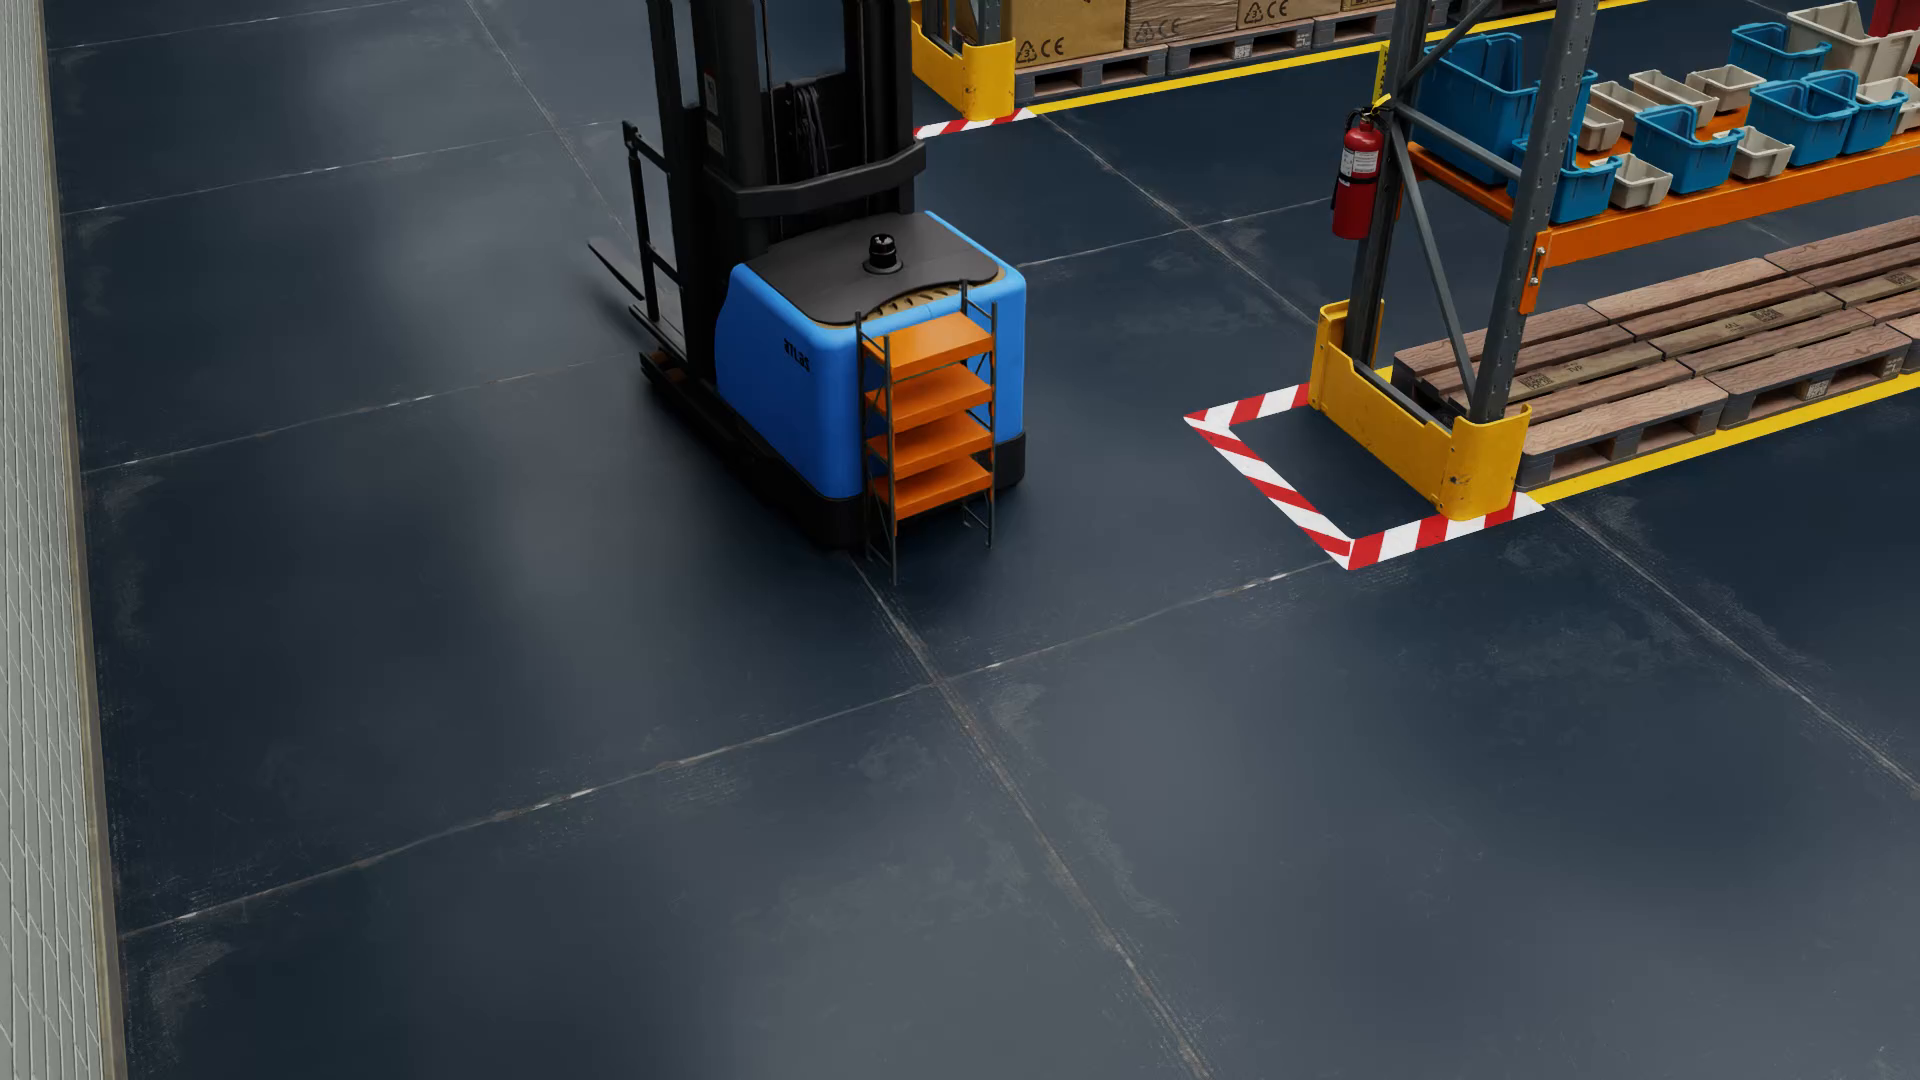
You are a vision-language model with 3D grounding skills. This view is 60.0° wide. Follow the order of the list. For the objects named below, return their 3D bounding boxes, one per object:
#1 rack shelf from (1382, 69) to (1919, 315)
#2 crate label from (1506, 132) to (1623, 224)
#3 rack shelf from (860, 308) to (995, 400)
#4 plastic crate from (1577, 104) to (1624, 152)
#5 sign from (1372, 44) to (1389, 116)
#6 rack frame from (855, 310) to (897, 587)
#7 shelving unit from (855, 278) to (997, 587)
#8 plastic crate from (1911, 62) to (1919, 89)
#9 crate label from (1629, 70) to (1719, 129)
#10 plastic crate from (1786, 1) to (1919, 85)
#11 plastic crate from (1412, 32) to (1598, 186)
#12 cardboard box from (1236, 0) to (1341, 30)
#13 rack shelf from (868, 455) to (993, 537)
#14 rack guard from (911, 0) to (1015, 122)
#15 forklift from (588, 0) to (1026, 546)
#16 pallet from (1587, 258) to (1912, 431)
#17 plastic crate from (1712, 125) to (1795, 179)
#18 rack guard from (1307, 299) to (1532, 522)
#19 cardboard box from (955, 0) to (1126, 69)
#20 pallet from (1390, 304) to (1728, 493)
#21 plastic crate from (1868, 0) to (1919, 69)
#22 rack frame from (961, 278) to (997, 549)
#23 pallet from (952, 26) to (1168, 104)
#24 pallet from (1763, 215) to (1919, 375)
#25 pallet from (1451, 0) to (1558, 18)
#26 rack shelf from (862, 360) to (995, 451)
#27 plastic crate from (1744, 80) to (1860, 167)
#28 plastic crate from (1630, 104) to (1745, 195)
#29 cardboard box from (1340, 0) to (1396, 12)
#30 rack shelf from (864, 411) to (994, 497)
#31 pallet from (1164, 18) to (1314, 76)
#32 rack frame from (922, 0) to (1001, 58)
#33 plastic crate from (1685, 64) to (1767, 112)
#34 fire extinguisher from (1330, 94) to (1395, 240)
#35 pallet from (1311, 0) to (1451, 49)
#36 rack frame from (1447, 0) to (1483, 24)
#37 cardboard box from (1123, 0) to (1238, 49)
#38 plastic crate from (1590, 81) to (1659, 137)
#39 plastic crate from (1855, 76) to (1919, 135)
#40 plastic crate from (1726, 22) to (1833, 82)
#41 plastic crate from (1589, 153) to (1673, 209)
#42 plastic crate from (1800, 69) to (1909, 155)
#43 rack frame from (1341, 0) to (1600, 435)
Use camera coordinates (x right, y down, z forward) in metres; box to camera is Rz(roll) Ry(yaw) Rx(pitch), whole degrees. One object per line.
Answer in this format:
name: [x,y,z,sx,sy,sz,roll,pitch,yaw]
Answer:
rack shelf: [3.915,-1.862,7.847,4.000,0.370,1.077,-16,39,-20]
crate label: [2.467,-1.487,6.827,0.303,0.233,0.416,-16,39,-20]
rack shelf: [-0.130,-0.740,6.581,0.480,0.148,0.258,-21,41,-26]
plastic crate: [2.765,-1.867,7.421,0.243,0.136,0.396,-16,39,-20]
sign: [1.856,-2.003,7.296,0.005,0.325,0.100,-16,39,-20]
rack frame: [-0.336,-0.346,6.710,0.015,1.200,0.240,-21,41,-26]
shelving unit: [-0.130,-0.424,6.815,0.503,1.200,0.258,-21,41,-26]
plastic crate: [4.826,-2.143,7.802,0.590,0.125,0.437,-16,39,-20]
crate label: [3.276,-2.017,7.622,0.243,0.136,0.396,-16,39,-20]
plastic crate: [4.264,-2.347,7.945,0.530,0.282,0.437,-16,39,-20]
plastic crate: [2.328,-1.869,7.172,0.499,0.435,0.616,-16,39,-20]
cardboard box: [2.174,-4.292,11.950,0.875,0.875,0.875,-16,39,-20]
rack shelf: [-0.130,-0.211,6.973,0.480,0.148,0.258,-21,41,-26]
rack guard: [-0.022,-3.306,11.288,0.348,0.500,1.175,-16,39,-20]
forklift: [-0.931,-1.993,7.477,1.130,2.935,3.031,-21,42,-26]
pallet: [3.970,-1.019,8.447,1.213,0.211,1.003,-16,39,-20]
plastic crate: [3.407,-1.657,7.136,0.298,0.136,0.250,-16,39,-20]
rack guard: [2.088,-0.628,7.677,0.348,0.500,1.175,-16,39,-20]
cardboard box: [0.545,-3.837,11.336,0.875,0.875,0.875,-16,39,-20]
pallet: [2.867,-0.713,8.034,1.213,0.211,1.003,-16,39,-20]
plastic crate: [4.810,-2.617,8.156,0.583,0.464,0.402,-16,39,-20]
rack frame: [0.076,-0.503,6.920,0.015,1.200,0.240,-21,41,-26]
pallet: [0.690,-3.441,11.712,1.213,0.211,1.003,-16,39,-20]
pallet: [5.076,-1.331,8.867,1.213,0.211,1.003,-16,39,-20]
pallet: [4.287,-4.445,13.065,1.213,0.211,1.003,-16,39,-20]
rack shelf: [-0.130,-0.550,6.722,0.480,0.148,0.258,-21,41,-26]
plastic crate: [3.659,-1.820,7.276,0.300,0.233,0.416,-16,39,-20]
plastic crate: [3.063,-1.654,7.052,0.300,0.233,0.416,-16,39,-20]
cardboard box: [2.989,-4.520,12.257,0.875,0.875,0.875,-16,39,-20]
rack shelf: [-0.130,-0.370,6.855,0.480,0.148,0.258,-21,41,-26]
pallet: [1.793,-3.747,12.125,1.213,0.211,1.003,-16,39,-20]
rack frame: [0.000,-4.316,10.551,0.127,3.000,1.000,-16,39,-20]
plastic crate: [3.536,-2.102,7.736,0.250,0.136,0.298,-16,39,-20]
fire extinguisher: [1.774,-1.671,7.363,0.183,0.674,0.296,-16,39,-20]
pallet: [2.899,-4.058,12.544,1.213,0.211,1.003,-16,39,-20]
rack frame: [3.621,-5.329,11.916,0.127,3.000,1.000,-16,39,-20]
cardboard box: [1.369,-4.067,11.646,0.875,0.875,0.875,-16,39,-20]
plastic crate: [3.034,-1.933,7.509,0.243,0.136,0.396,-16,39,-20]
plastic crate: [4.276,-1.973,7.563,0.466,0.136,0.293,-16,39,-20]
plastic crate: [3.854,-2.260,7.869,0.300,0.233,0.416,-16,39,-20]
plastic crate: [2.793,-1.485,6.905,0.298,0.136,0.250,-16,39,-20]
plastic crate: [3.931,-1.896,7.379,0.300,0.233,0.416,-16,39,-20]
rack frame: [2.104,-1.645,6.950,0.127,3.000,1.000,-16,39,-20]
